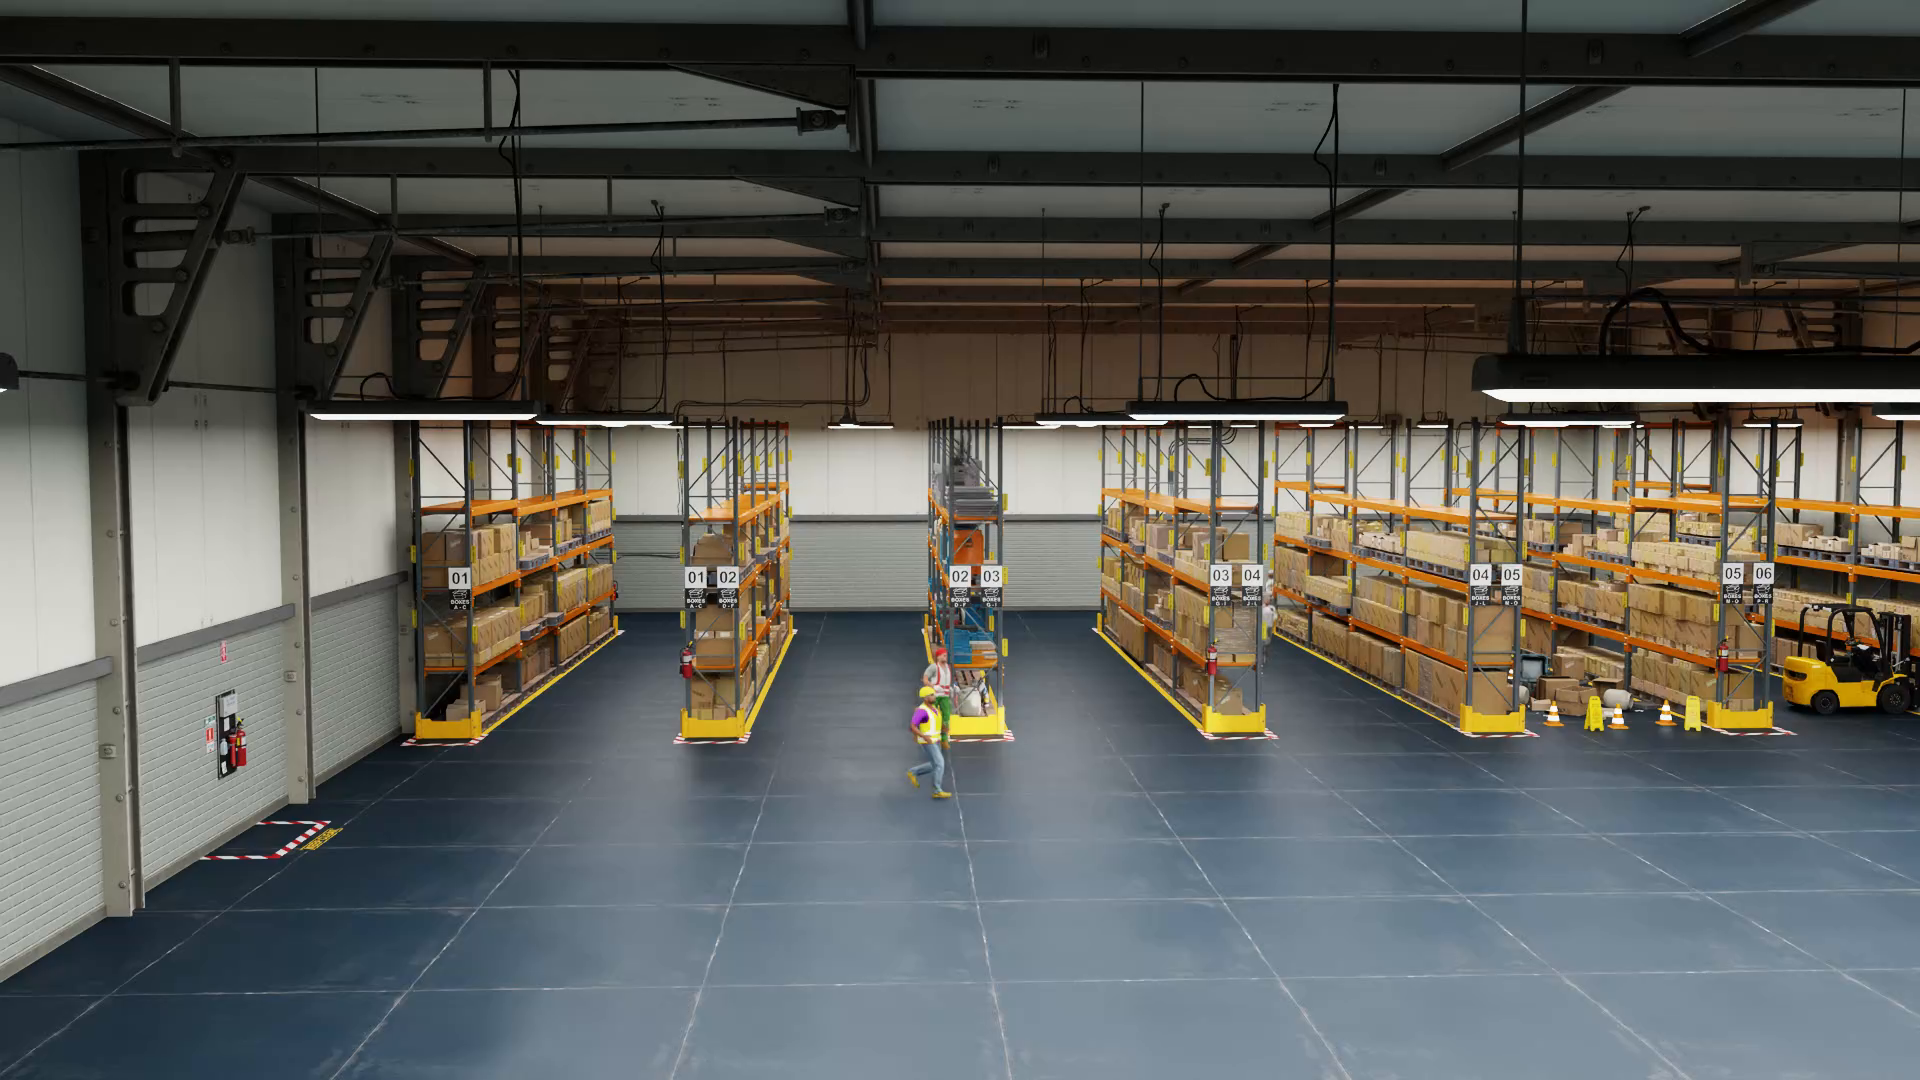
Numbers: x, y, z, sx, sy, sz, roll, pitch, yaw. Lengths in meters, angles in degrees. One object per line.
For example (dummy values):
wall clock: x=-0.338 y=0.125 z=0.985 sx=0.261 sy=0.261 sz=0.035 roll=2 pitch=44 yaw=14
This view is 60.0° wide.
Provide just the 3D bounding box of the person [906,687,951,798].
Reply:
person: x=-0.505 y=3.158 z=26.048 sx=0.795 sy=1.732 sz=0.712 roll=1 pitch=4 yaw=20

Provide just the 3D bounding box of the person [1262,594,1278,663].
person: x=7.590 y=2.192 z=41.232 sx=0.577 sy=1.730 sz=0.707 roll=-1 pitch=4 yaw=-14

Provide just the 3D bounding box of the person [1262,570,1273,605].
person: x=9.095 y=1.676 z=49.126 sx=0.713 sy=1.686 sz=0.770 roll=2 pitch=4 yaw=22

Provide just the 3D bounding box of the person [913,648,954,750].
person: x=-0.364 y=2.854 z=30.213 sx=0.724 sy=1.781 sz=0.930 roll=-3 pitch=5 yaw=-37
